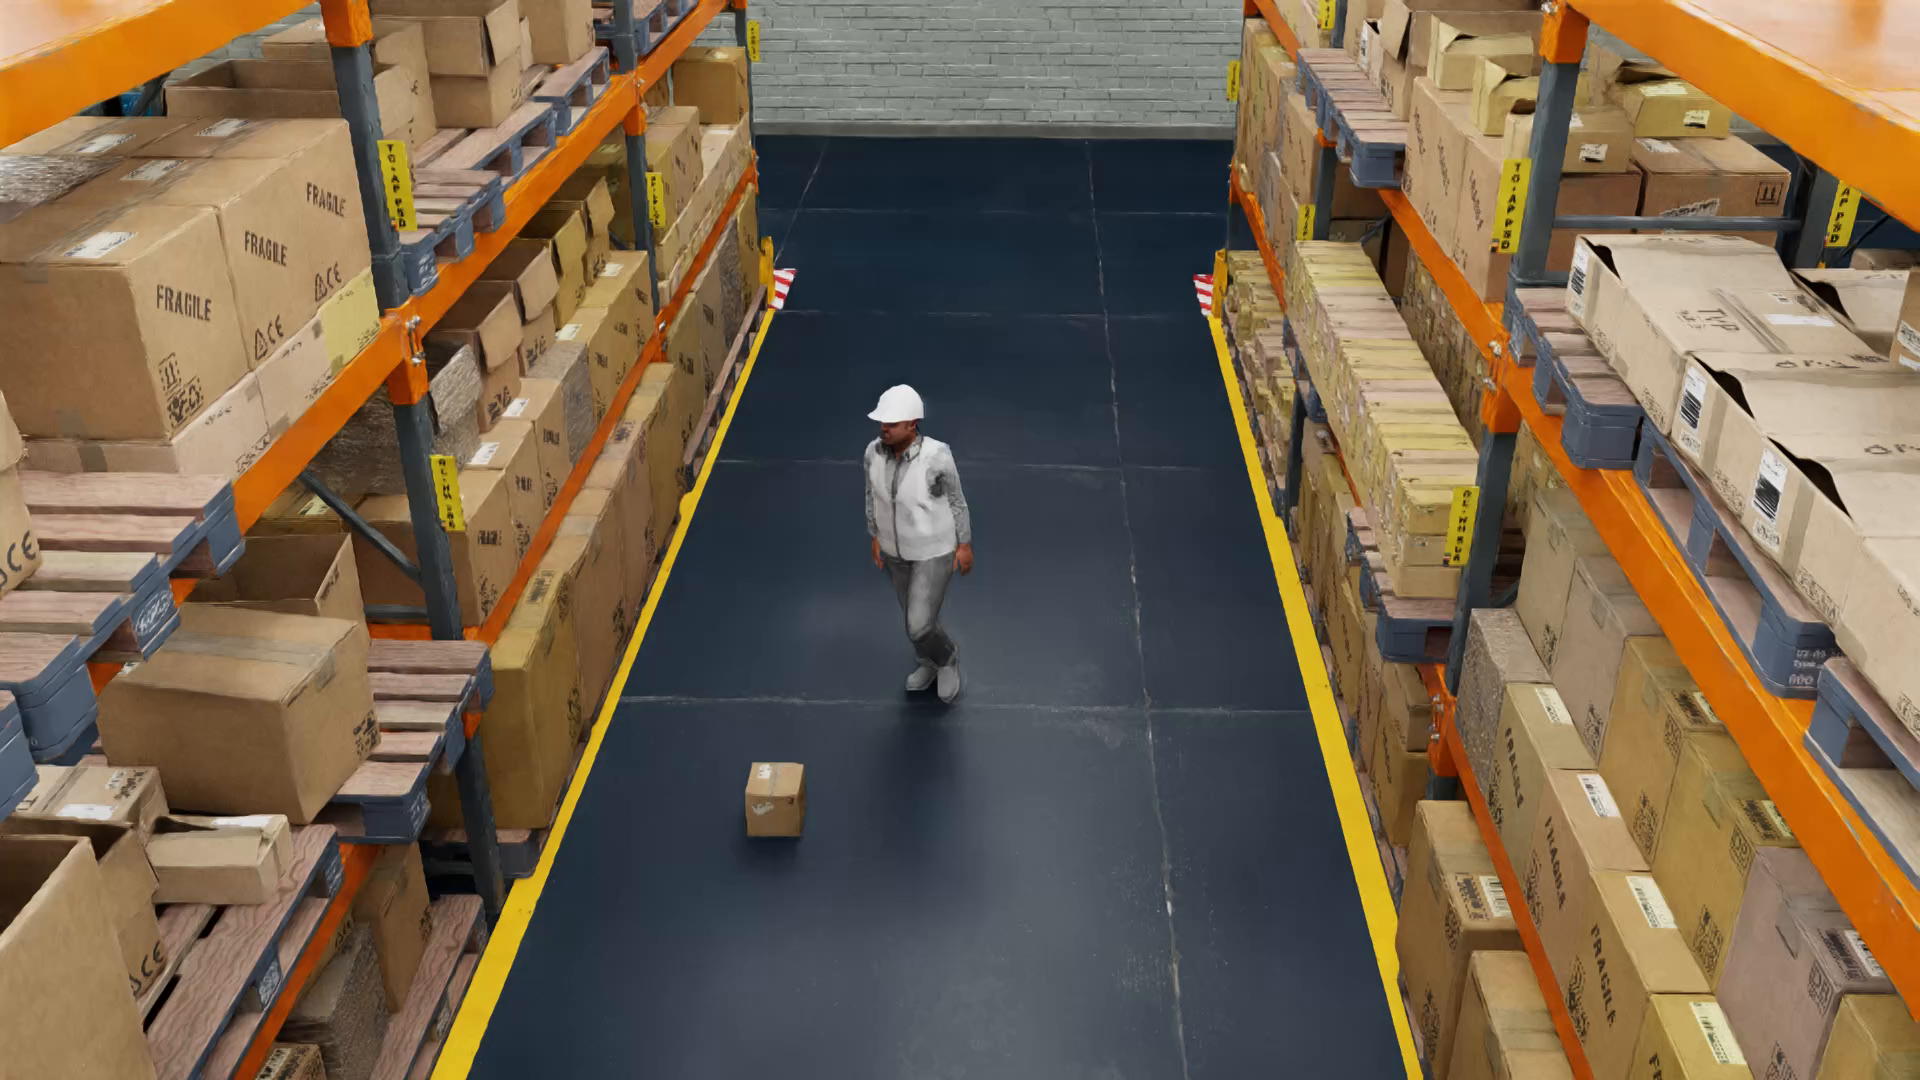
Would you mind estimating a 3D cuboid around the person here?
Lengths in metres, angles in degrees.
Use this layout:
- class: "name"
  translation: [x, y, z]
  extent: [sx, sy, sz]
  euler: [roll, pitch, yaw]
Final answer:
- class: "person"
  translation: [-0.232, 0.015, 8.529]
  extent: [0.566, 1.762, 0.508]
  euler: [18, 33, 30]
